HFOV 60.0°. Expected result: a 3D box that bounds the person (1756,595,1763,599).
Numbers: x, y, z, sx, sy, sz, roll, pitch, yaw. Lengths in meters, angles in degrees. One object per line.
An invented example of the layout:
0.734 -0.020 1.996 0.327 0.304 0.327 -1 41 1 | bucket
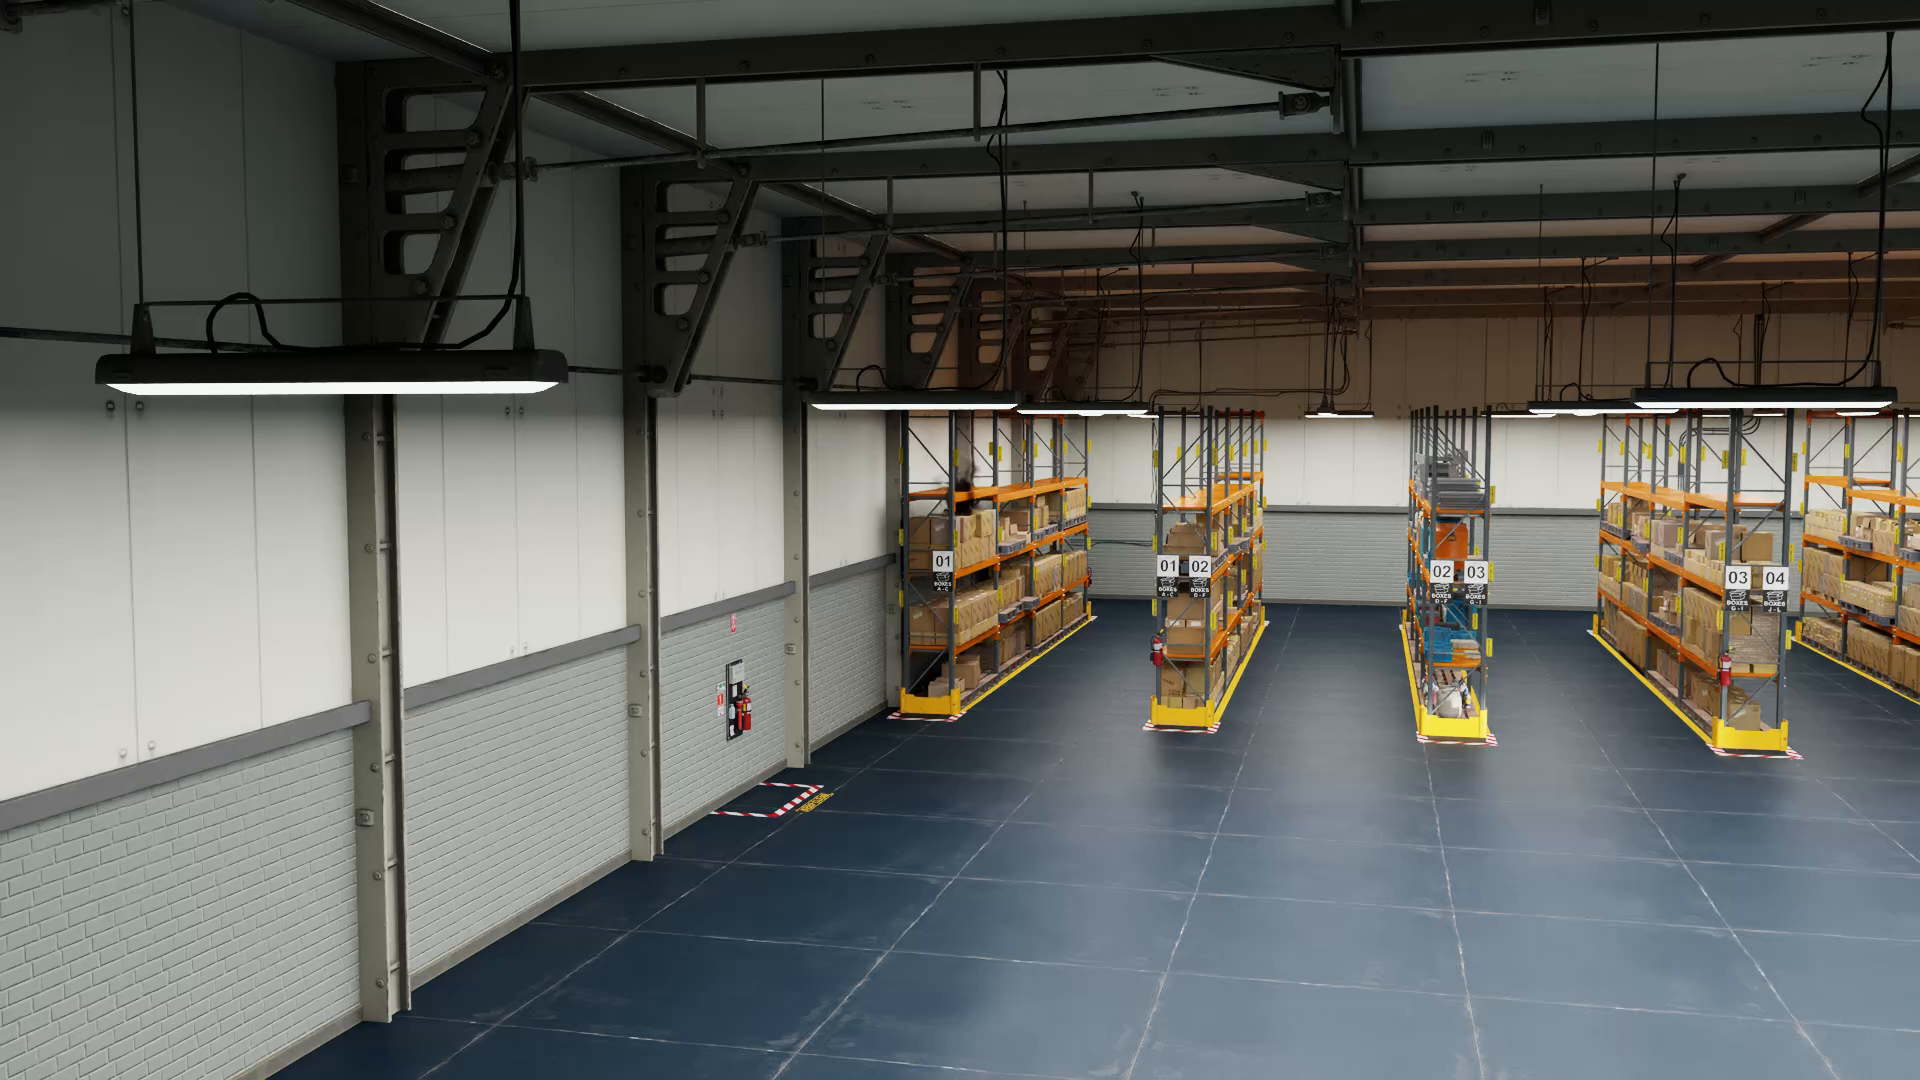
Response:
21.351 1.687 43.999 0.951 1.741 0.744 -2 5 -31 | person
